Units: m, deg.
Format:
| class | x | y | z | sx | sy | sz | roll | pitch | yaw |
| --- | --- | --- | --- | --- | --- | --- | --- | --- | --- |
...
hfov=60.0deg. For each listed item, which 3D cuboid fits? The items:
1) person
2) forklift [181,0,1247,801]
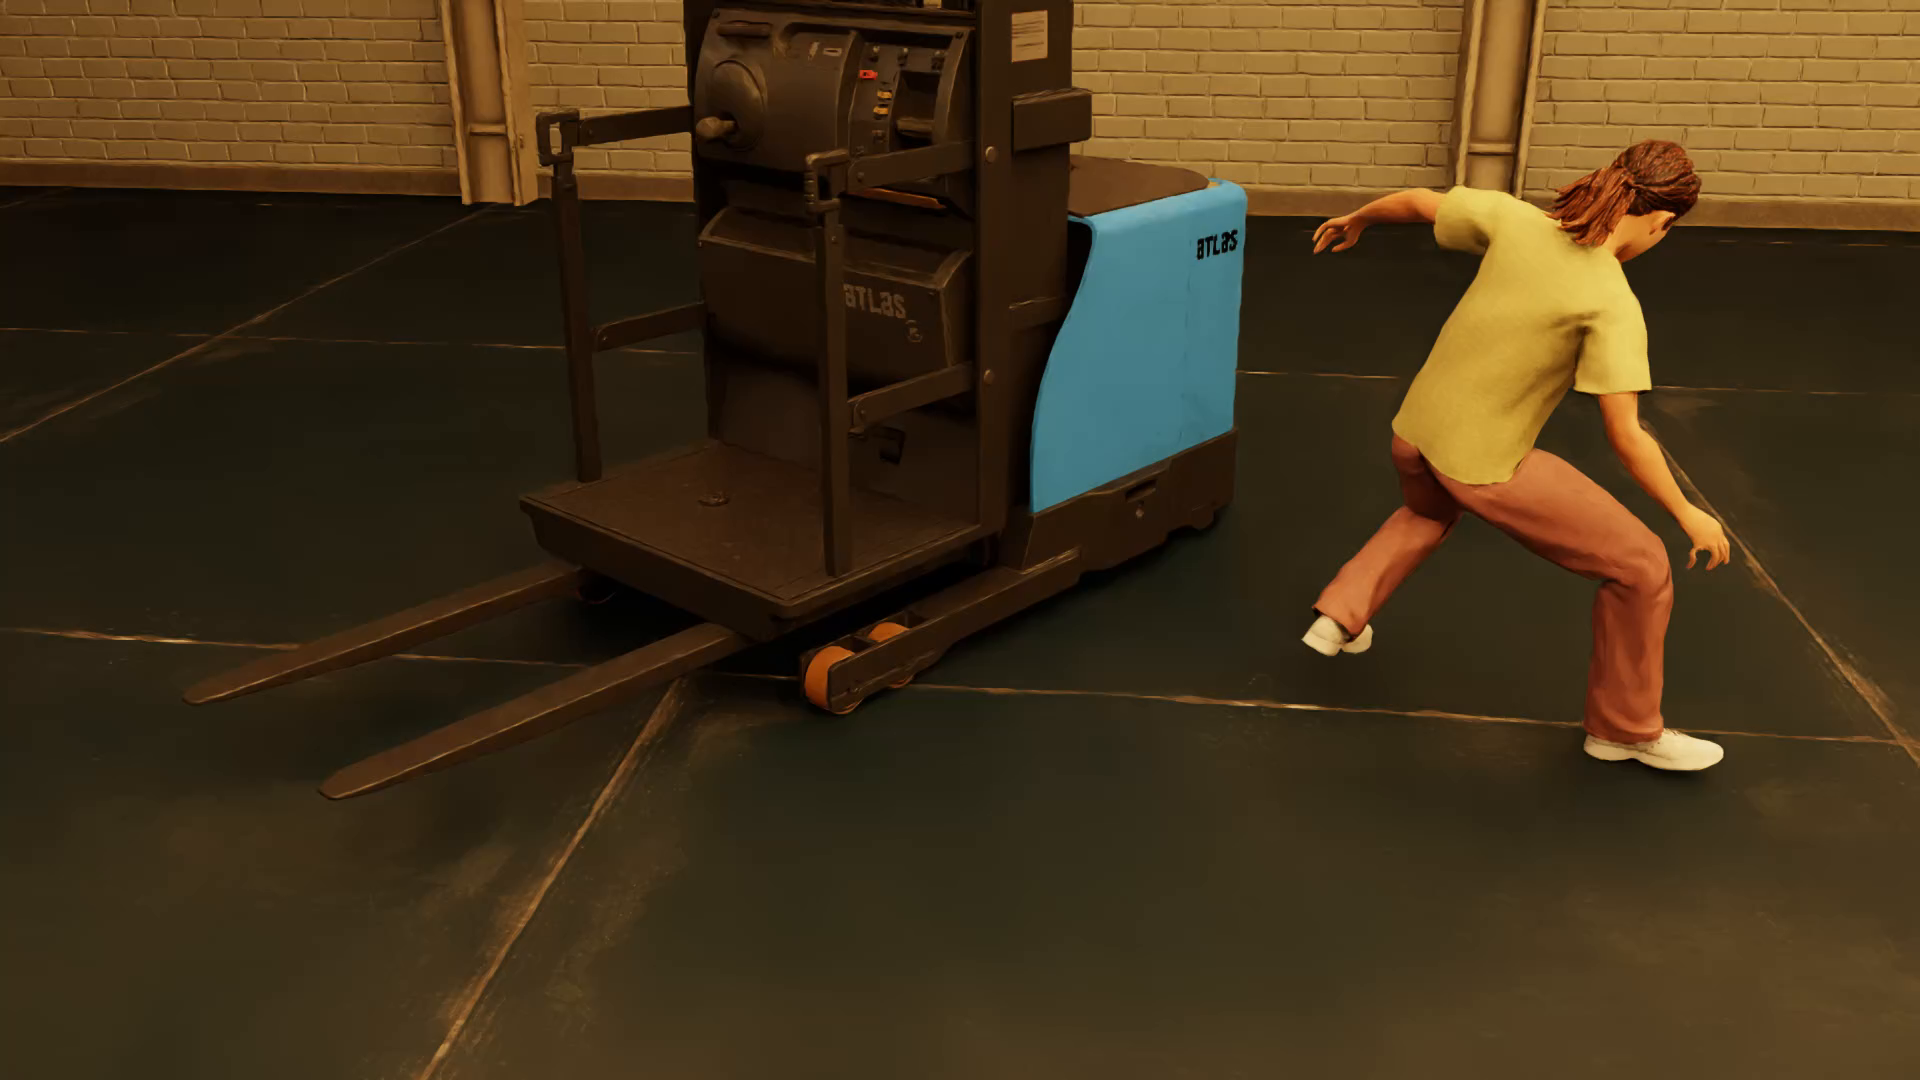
| class | x | y | z | sx | sy | sz | roll | pitch | yaw |
| --- | --- | --- | --- | --- | --- | --- | --- | --- | --- |
| person | 1.225 | -0.226 | 3.854 | 0.704 | 1.406 | 1.067 | -9 | 24 | -21 |
| forklift | -0.485 | -1.142 | 4.090 | 1.130 | 2.935 | 3.031 | 19 | 28 | 38 |
